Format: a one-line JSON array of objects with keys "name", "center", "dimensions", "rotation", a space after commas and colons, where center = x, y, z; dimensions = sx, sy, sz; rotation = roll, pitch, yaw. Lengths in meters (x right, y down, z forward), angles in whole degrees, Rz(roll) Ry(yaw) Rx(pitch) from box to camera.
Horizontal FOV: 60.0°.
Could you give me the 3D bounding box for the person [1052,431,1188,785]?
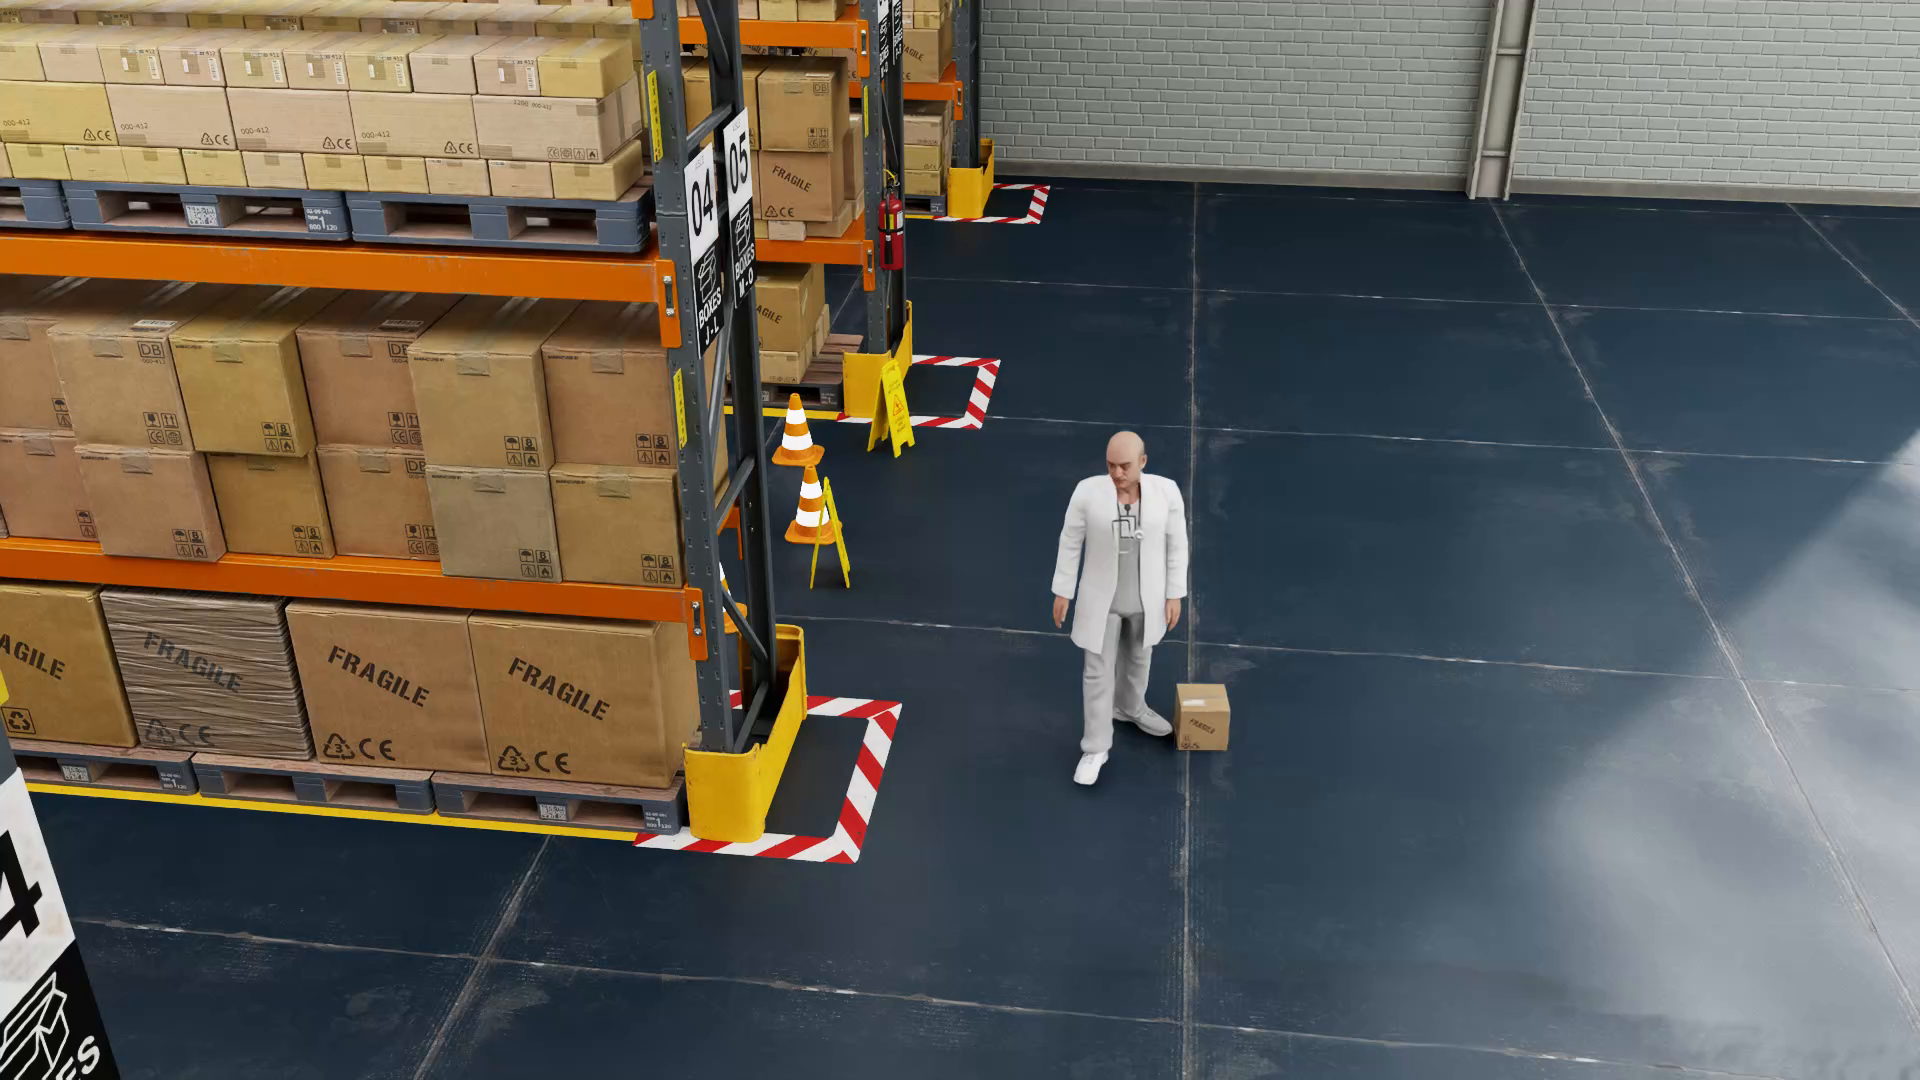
[{"name": "person", "center": [0.776, 0.293, 8.075], "dimensions": [0.652, 1.777, 0.691], "rotation": [-1, 28, -3]}]
